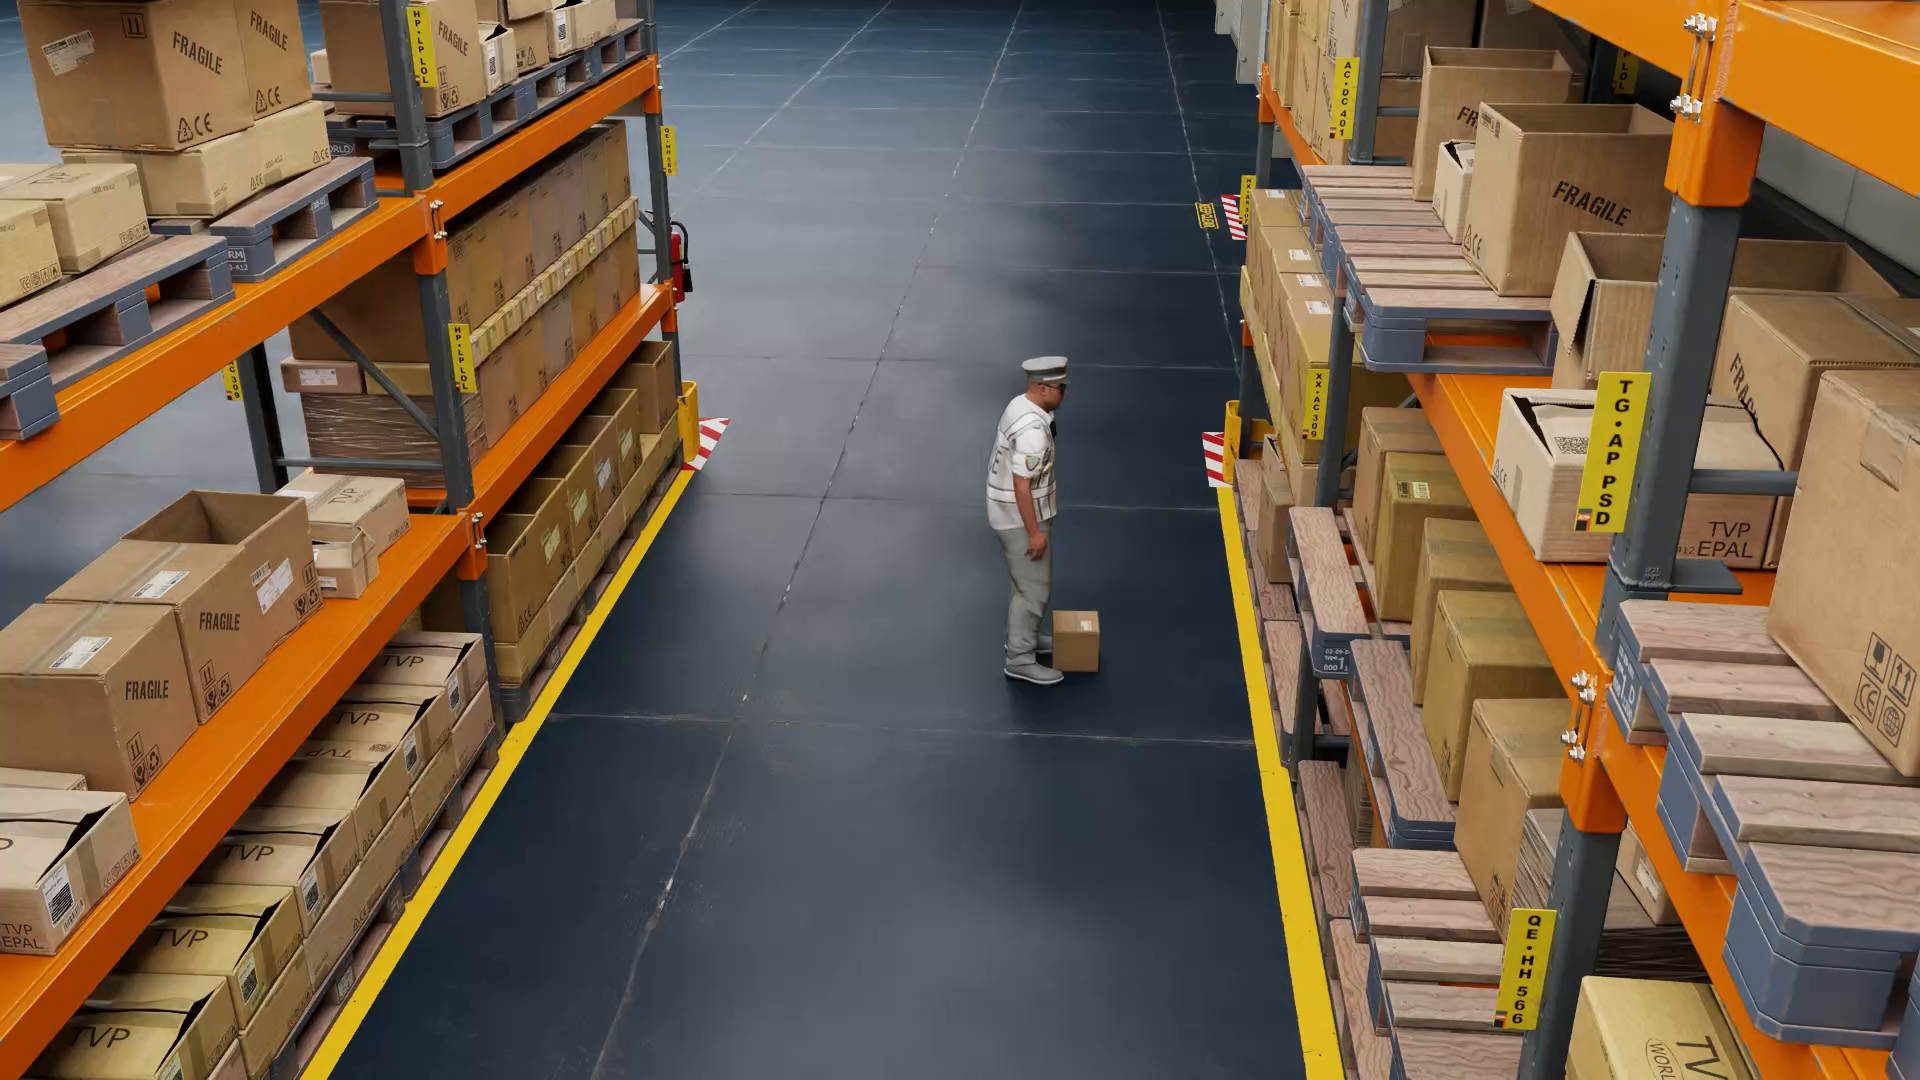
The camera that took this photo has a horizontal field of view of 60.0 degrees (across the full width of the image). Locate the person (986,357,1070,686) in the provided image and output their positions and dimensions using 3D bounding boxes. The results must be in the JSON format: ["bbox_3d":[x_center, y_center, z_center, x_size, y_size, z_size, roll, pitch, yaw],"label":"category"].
[{"bbox_3d":[0.358,-0.128,8.880,0.437,1.747,0.596,1,24,1],"label":"person"}]
